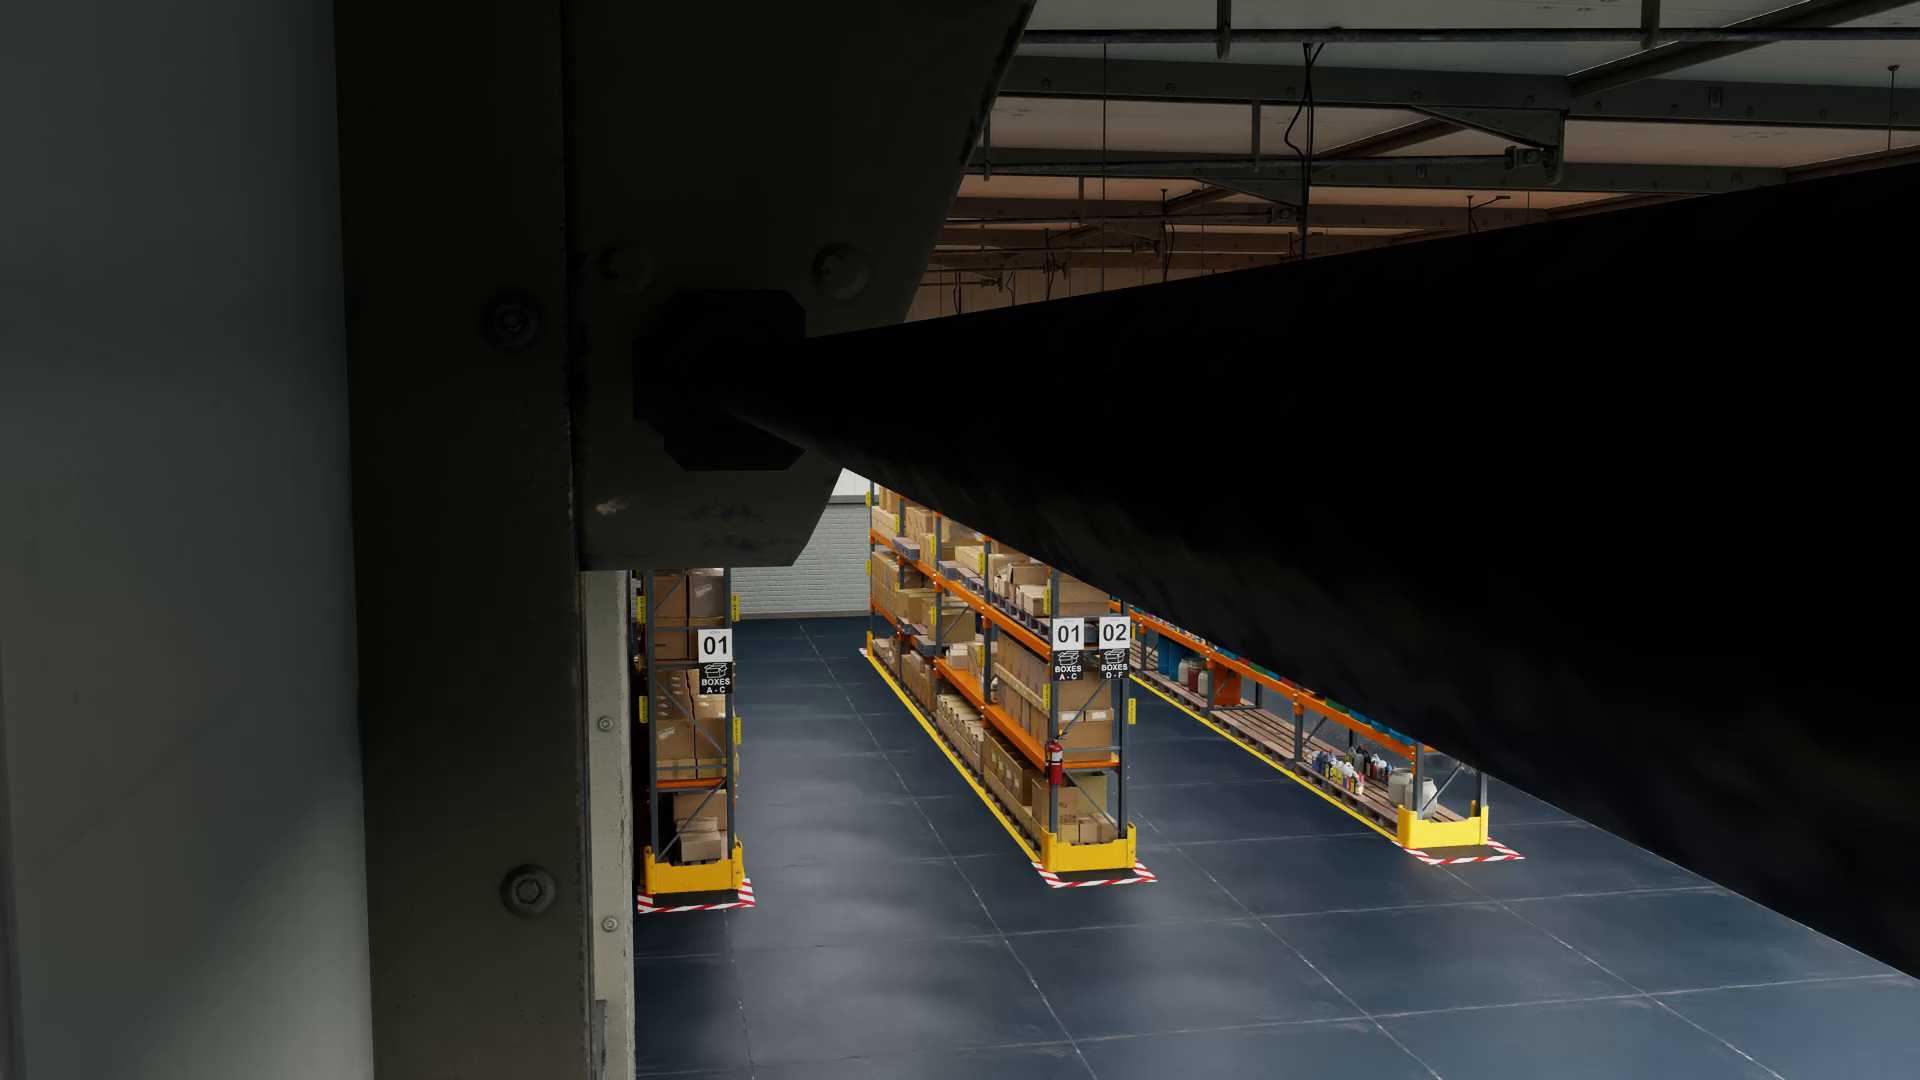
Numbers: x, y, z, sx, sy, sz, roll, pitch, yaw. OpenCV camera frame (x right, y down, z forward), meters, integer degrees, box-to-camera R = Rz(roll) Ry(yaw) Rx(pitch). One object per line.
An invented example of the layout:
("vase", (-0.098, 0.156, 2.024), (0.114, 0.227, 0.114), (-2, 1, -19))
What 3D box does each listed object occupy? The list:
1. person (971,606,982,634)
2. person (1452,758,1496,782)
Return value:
("person", (0.366, 1.719, 36.671), (0.646, 1.682, 0.809), (-4, 7, -35))
("person", (7.965, 2.863, 25.703), (0.562, 1.621, 0.844), (-4, 7, -34))
